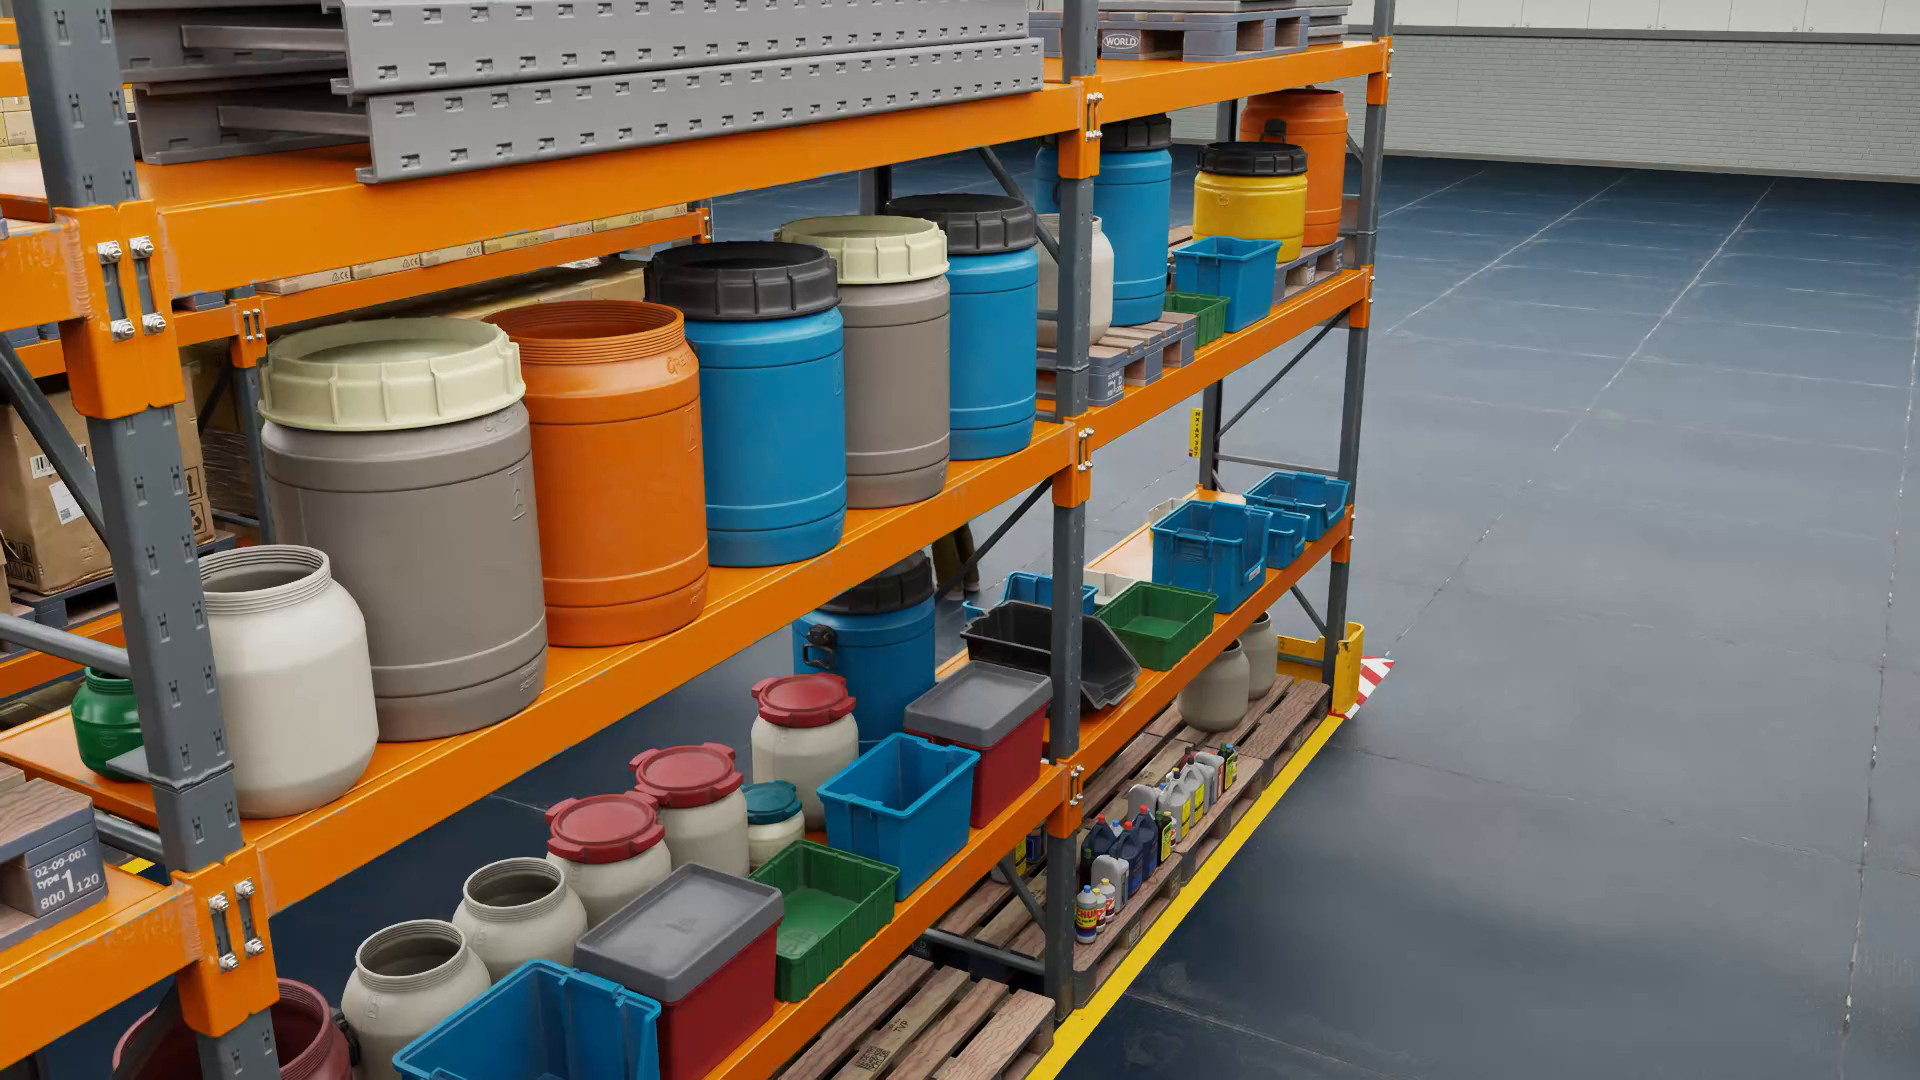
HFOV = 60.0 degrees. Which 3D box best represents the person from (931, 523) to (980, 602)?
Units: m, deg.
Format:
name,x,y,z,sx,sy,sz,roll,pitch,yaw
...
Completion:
name,x,y,z,sx,sy,sz,roll,pitch,yaw
person,-0.091,-0.334,12.367,0.379,1.580,0.563,11,22,29
